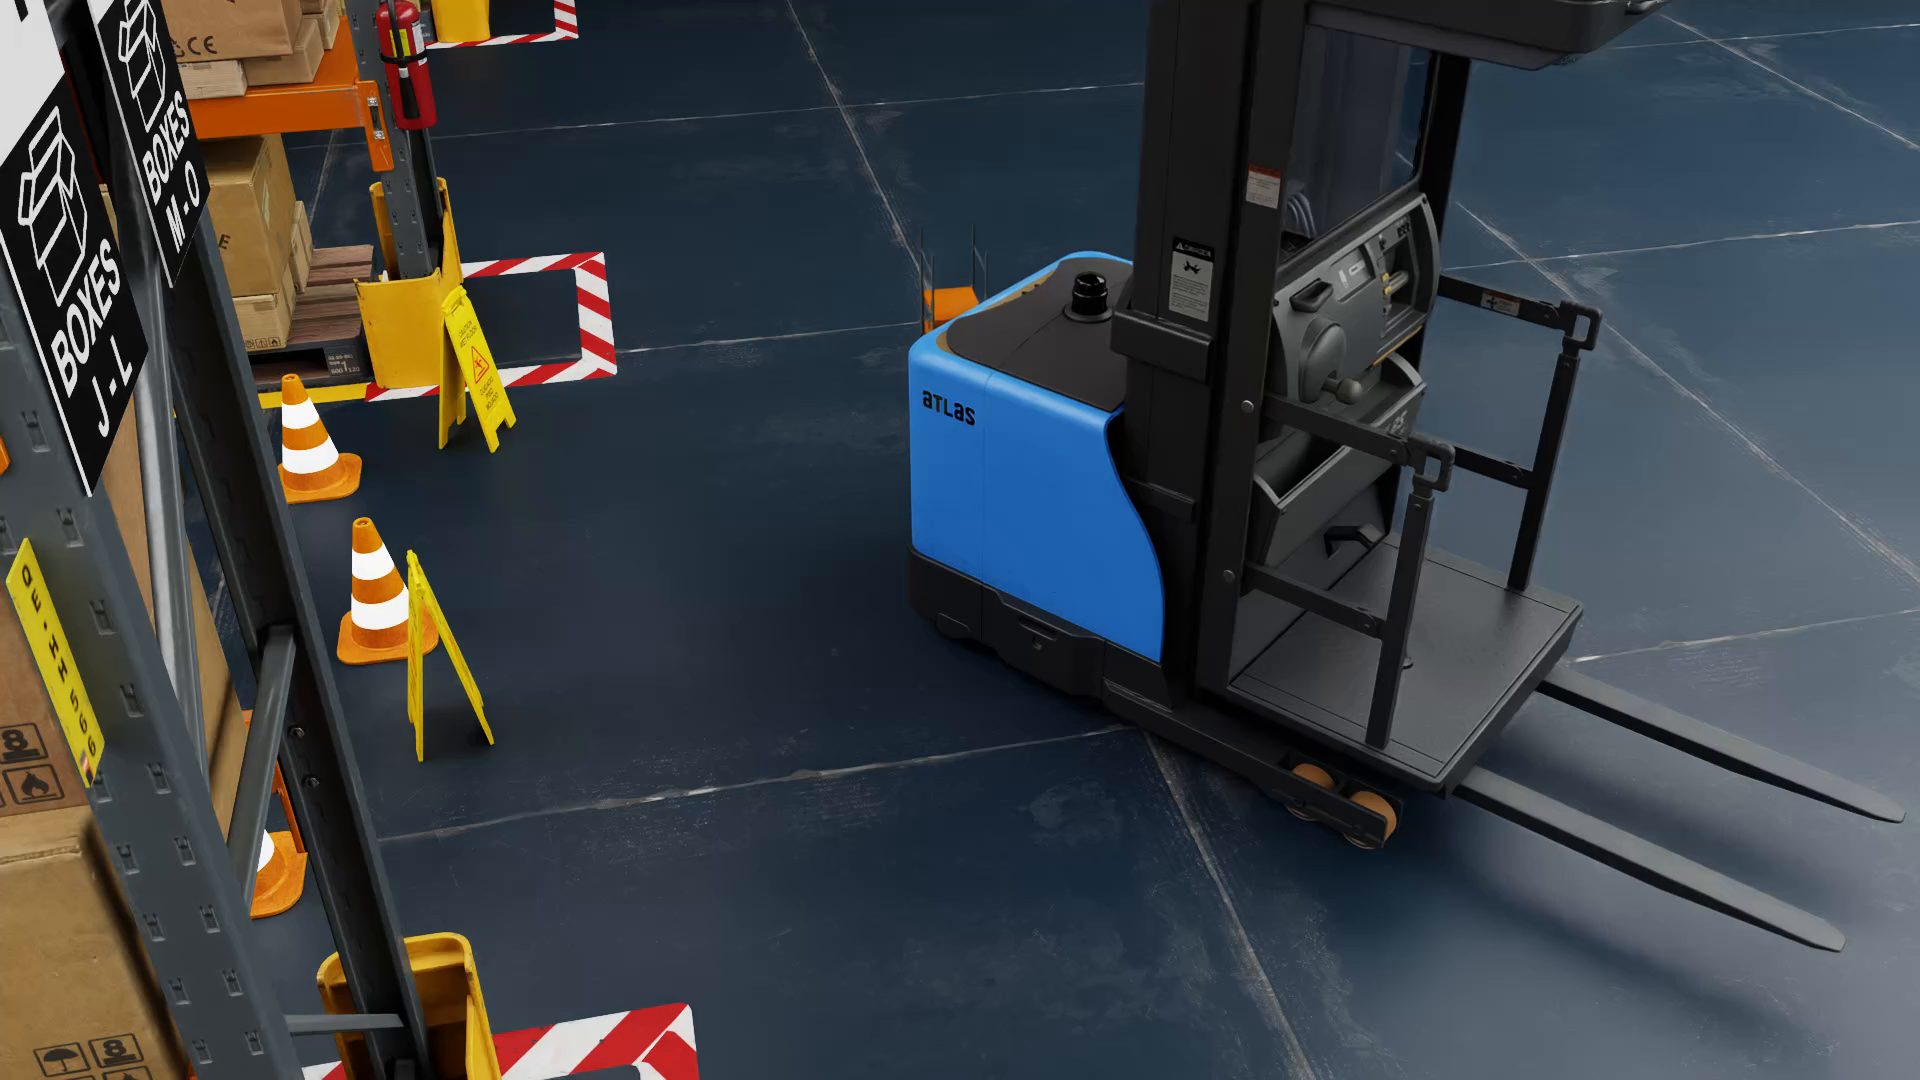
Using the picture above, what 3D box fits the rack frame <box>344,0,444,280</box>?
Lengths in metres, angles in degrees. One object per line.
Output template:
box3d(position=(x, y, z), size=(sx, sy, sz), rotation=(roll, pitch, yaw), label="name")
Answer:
box3d(position=(-2.420, -2.239, 6.895), size=(0.127, 3.000, 1.000), rotation=(-7, 35, -11), label="rack frame")

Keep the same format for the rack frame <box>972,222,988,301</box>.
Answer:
box3d(position=(0.068, -0.529, 5.962), size=(0.006, 1.200, 0.240), rotation=(-6, 34, -9), label="rack frame")

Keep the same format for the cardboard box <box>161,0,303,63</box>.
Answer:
box3d(position=(-2.889, -2.188, 6.461), size=(0.500, 0.500, 0.500), rotation=(-8, 35, -11), label="cardboard box")

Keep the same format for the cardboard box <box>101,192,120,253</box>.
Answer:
box3d(position=(-3.653, -1.277, 6.879), size=(0.500, 0.500, 0.500), rotation=(-6, 34, -9), label="cardboard box")

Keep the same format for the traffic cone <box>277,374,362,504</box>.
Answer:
box3d(position=(-2.555, -0.432, 6.478), size=(0.334, 0.463, 0.336), rotation=(-7, 35, -11), label="traffic cone")

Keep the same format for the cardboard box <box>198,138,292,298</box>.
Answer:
box3d(position=(-3.144, -1.343, 6.977), size=(0.500, 0.500, 0.500), rotation=(-7, 34, -10), label="cardboard box")

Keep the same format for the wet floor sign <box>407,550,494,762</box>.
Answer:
box3d(position=(-1.638, 0.337, 5.169), size=(0.232, 0.644, 0.267), rotation=(-13, 36, -19), label="wet floor sign")

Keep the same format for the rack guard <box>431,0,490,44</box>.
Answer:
box3d(position=(-3.496, -3.901, 11.615), size=(0.348, 0.500, 1.175), rotation=(-7, 35, -11), label="rack guard")

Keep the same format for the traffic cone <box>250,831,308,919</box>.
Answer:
box3d(position=(-2.061, 0.786, 4.664), size=(0.334, 0.463, 0.336), rotation=(-7, 35, -11), label="traffic cone")

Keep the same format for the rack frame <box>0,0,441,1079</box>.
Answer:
box3d(position=(-1.229, 0.441, 2.901), size=(0.053, 2.616, 0.949), rotation=(-7, 35, -11), label="rack frame")

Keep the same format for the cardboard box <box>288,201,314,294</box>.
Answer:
box3d(position=(-3.268, -1.323, 7.620), size=(0.500, 0.250, 0.500), rotation=(-7, 35, -11), label="cardboard box")

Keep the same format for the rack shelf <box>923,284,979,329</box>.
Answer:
box3d(position=(-0.022, -0.782, 5.772), size=(0.180, 0.103, 0.258), rotation=(-6, 34, -9), label="rack shelf")

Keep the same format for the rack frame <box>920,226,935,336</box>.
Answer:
box3d(position=(-0.111, -0.510, 5.933), size=(0.006, 1.200, 0.240), rotation=(-6, 34, -9), label="rack frame")

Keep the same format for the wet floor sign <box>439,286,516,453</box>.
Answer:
box3d(position=(-1.999, -0.703, 6.719), size=(0.232, 0.644, 0.267), rotation=(4, 34, 6), label="wet floor sign")

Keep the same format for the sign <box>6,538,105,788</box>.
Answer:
box3d(position=(-1.124, 0.156, 2.073), size=(0.005, 0.325, 0.100), rotation=(-7, 35, -11), label="sign")

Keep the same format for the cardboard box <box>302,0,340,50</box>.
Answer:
box3d(position=(-2.797, -2.205, 7.070), size=(0.250, 0.149, 0.380), rotation=(-7, 35, -10), label="cardboard box")

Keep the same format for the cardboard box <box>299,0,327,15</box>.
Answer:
box3d(position=(-2.944, -2.497, 6.922), size=(0.500, 0.500, 0.500), rotation=(-8, 35, -11), label="cardboard box")

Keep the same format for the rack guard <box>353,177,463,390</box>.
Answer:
box3d(position=(-2.495, -1.192, 7.577), size=(0.348, 0.500, 1.175), rotation=(-7, 35, -11), label="rack guard")

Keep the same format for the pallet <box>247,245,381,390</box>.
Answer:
box3d(position=(-3.295, -0.991, 7.538), size=(1.213, 0.211, 1.003), rotation=(-7, 35, -11), label="pallet")

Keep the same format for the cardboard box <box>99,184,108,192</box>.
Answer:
box3d(position=(-3.487, -1.531, 6.675), size=(0.250, 0.149, 0.380), rotation=(-6, 34, -9), label="cardboard box")

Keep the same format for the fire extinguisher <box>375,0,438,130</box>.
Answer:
box3d(position=(-2.207, -1.971, 6.564), size=(0.183, 0.674, 0.296), rotation=(-7, 35, -11), label="fire extinguisher")

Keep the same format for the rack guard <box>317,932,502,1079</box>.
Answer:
box3d(position=(-1.206, 1.474, 3.605), size=(0.348, 0.500, 1.175), rotation=(-7, 35, -11), label="rack guard")

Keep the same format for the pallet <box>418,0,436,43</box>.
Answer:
box3d(position=(-4.256, -3.662, 11.517), size=(1.213, 0.211, 1.003), rotation=(-7, 35, -11), label="pallet")

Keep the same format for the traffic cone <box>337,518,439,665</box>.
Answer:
box3d(position=(-1.979, 0.130, 5.641), size=(0.334, 0.463, 0.336), rotation=(-7, 35, -11), label="traffic cone")

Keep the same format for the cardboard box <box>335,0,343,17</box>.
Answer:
box3d(position=(-4.395, -3.684, 11.138), size=(0.500, 0.250, 0.500), rotation=(-7, 35, -11), label="cardboard box")

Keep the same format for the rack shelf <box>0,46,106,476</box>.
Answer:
box3d(position=(-3.181, -0.262, 1.902), size=(4.000, 0.370, 1.077), rotation=(-7, 35, -11), label="rack shelf")

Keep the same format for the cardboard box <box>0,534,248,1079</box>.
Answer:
box3d(position=(-1.582, 0.447, 2.758), size=(0.550, 0.550, 0.875), rotation=(-7, 35, -11), label="cardboard box")

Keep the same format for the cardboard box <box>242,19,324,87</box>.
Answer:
box3d(position=(-2.738, -1.973, 6.723), size=(0.250, 0.149, 0.380), rotation=(-6, 34, -9), label="cardboard box")

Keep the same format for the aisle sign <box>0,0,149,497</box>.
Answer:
box3d(position=(-1.094, -0.486, 1.950), size=(0.004, 0.787, 0.394), rotation=(-7, 35, -11), label="aisle sign")

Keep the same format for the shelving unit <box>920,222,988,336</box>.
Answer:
box3d(position=(-0.022, -0.520, 5.947), size=(0.189, 1.200, 0.258), rotation=(-6, 34, -9), label="shelving unit")

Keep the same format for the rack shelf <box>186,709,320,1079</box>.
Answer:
box3d(position=(-3.181, 0.983, 2.738), size=(4.000, 0.370, 1.077), rotation=(-7, 35, -11), label="rack shelf")

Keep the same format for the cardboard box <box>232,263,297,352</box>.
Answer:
box3d(position=(-3.173, -1.023, 7.173), size=(0.500, 0.250, 0.500), rotation=(-7, 35, -11), label="cardboard box")

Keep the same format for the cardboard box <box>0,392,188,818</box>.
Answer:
box3d(position=(-1.600, -0.047, 2.525), size=(0.550, 0.550, 0.875), rotation=(-7, 35, -11), label="cardboard box")

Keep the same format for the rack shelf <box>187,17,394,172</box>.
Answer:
box3d(position=(-4.371, -1.694, 6.729), size=(4.000, 0.370, 1.077), rotation=(-7, 35, -11), label="rack shelf")

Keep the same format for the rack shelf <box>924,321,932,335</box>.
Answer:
box3d(position=(-0.022, -0.682, 5.838), size=(0.180, 0.103, 0.258), rotation=(-6, 34, -9), label="rack shelf")

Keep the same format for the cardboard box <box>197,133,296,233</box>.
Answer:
box3d(position=(-3.291, -1.631, 7.406), size=(0.500, 0.500, 0.500), rotation=(-8, 35, -12), label="cardboard box")

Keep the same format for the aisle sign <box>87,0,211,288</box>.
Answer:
box3d(position=(-1.227, -0.812, 2.436), size=(0.004, 0.787, 0.394), rotation=(-7, 35, -11), label="aisle sign")

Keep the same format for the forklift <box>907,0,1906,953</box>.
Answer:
box3d(position=(1.288, -0.645, 4.580), size=(3.031, 2.935, 1.130), rotation=(24, 41, 31), label="forklift")

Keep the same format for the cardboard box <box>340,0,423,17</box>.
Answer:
box3d(position=(-3.908, -3.739, 11.221), size=(0.500, 0.250, 0.500), rotation=(-7, 34, -10), label="cardboard box")

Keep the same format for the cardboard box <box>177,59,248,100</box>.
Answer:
box3d(position=(-2.961, -1.881, 6.587), size=(0.250, 0.149, 0.380), rotation=(-8, 35, -11), label="cardboard box")
